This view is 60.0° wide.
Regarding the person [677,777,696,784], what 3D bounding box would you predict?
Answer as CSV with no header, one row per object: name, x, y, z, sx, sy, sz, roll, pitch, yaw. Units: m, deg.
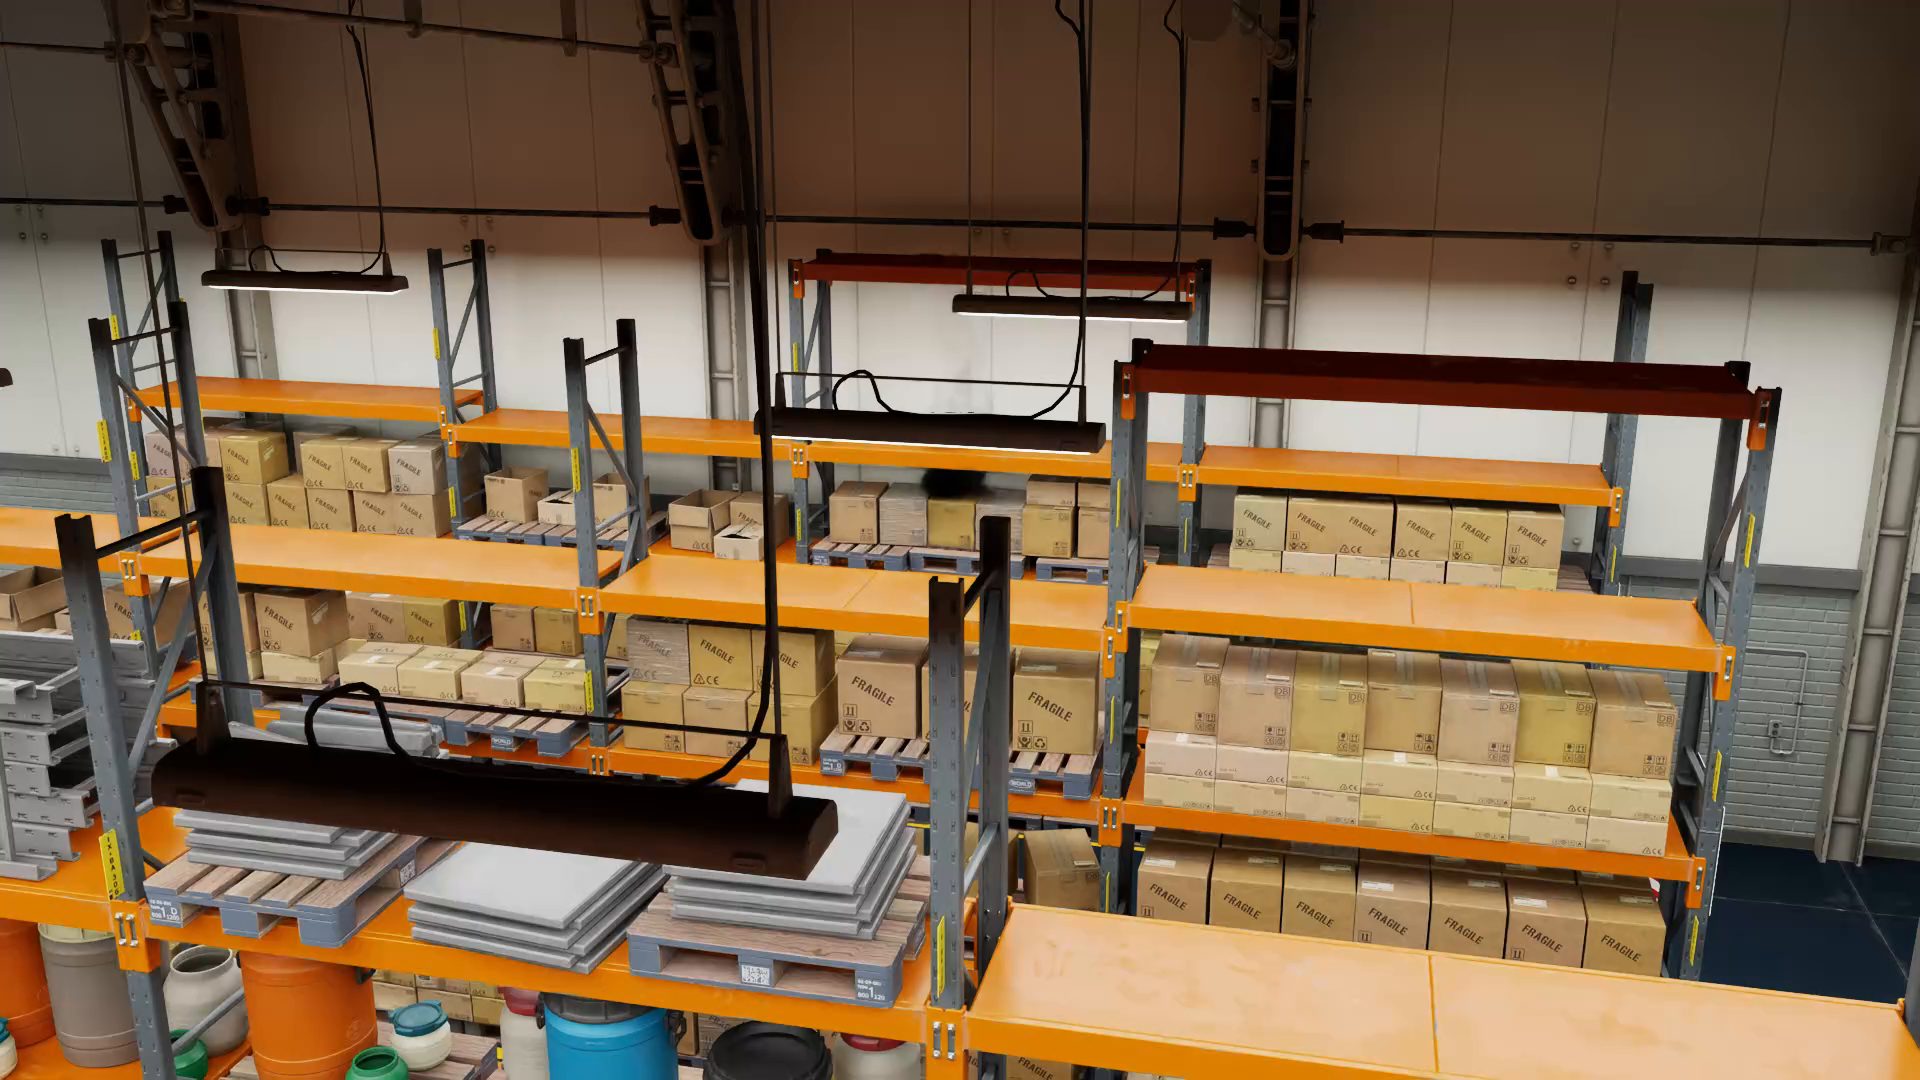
person,-2.512,2.855,15.609,0.879,1.682,0.562,4,17,14
